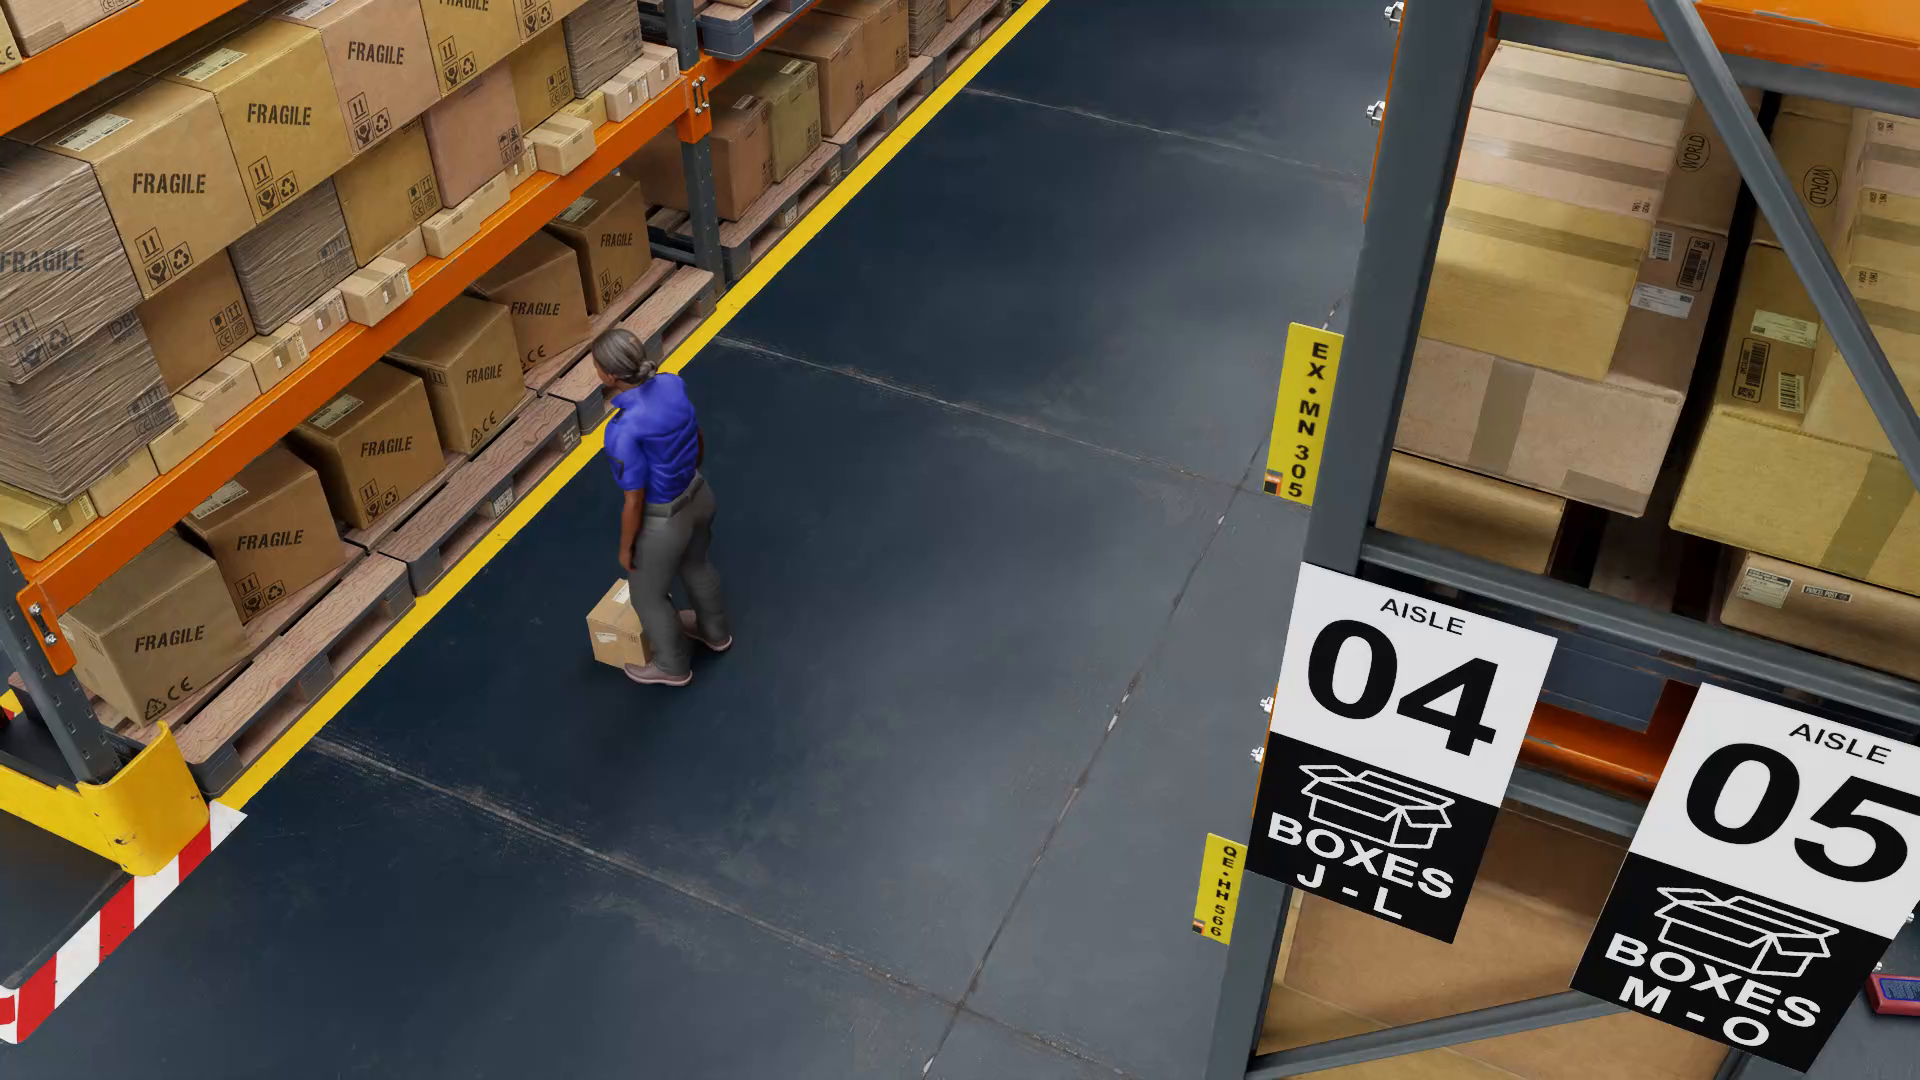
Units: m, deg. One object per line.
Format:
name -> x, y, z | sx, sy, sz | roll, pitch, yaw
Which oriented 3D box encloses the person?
person -> -1.123, -0.125, 6.250 | 0.348, 1.585, 0.493 | 18, 45, 19
